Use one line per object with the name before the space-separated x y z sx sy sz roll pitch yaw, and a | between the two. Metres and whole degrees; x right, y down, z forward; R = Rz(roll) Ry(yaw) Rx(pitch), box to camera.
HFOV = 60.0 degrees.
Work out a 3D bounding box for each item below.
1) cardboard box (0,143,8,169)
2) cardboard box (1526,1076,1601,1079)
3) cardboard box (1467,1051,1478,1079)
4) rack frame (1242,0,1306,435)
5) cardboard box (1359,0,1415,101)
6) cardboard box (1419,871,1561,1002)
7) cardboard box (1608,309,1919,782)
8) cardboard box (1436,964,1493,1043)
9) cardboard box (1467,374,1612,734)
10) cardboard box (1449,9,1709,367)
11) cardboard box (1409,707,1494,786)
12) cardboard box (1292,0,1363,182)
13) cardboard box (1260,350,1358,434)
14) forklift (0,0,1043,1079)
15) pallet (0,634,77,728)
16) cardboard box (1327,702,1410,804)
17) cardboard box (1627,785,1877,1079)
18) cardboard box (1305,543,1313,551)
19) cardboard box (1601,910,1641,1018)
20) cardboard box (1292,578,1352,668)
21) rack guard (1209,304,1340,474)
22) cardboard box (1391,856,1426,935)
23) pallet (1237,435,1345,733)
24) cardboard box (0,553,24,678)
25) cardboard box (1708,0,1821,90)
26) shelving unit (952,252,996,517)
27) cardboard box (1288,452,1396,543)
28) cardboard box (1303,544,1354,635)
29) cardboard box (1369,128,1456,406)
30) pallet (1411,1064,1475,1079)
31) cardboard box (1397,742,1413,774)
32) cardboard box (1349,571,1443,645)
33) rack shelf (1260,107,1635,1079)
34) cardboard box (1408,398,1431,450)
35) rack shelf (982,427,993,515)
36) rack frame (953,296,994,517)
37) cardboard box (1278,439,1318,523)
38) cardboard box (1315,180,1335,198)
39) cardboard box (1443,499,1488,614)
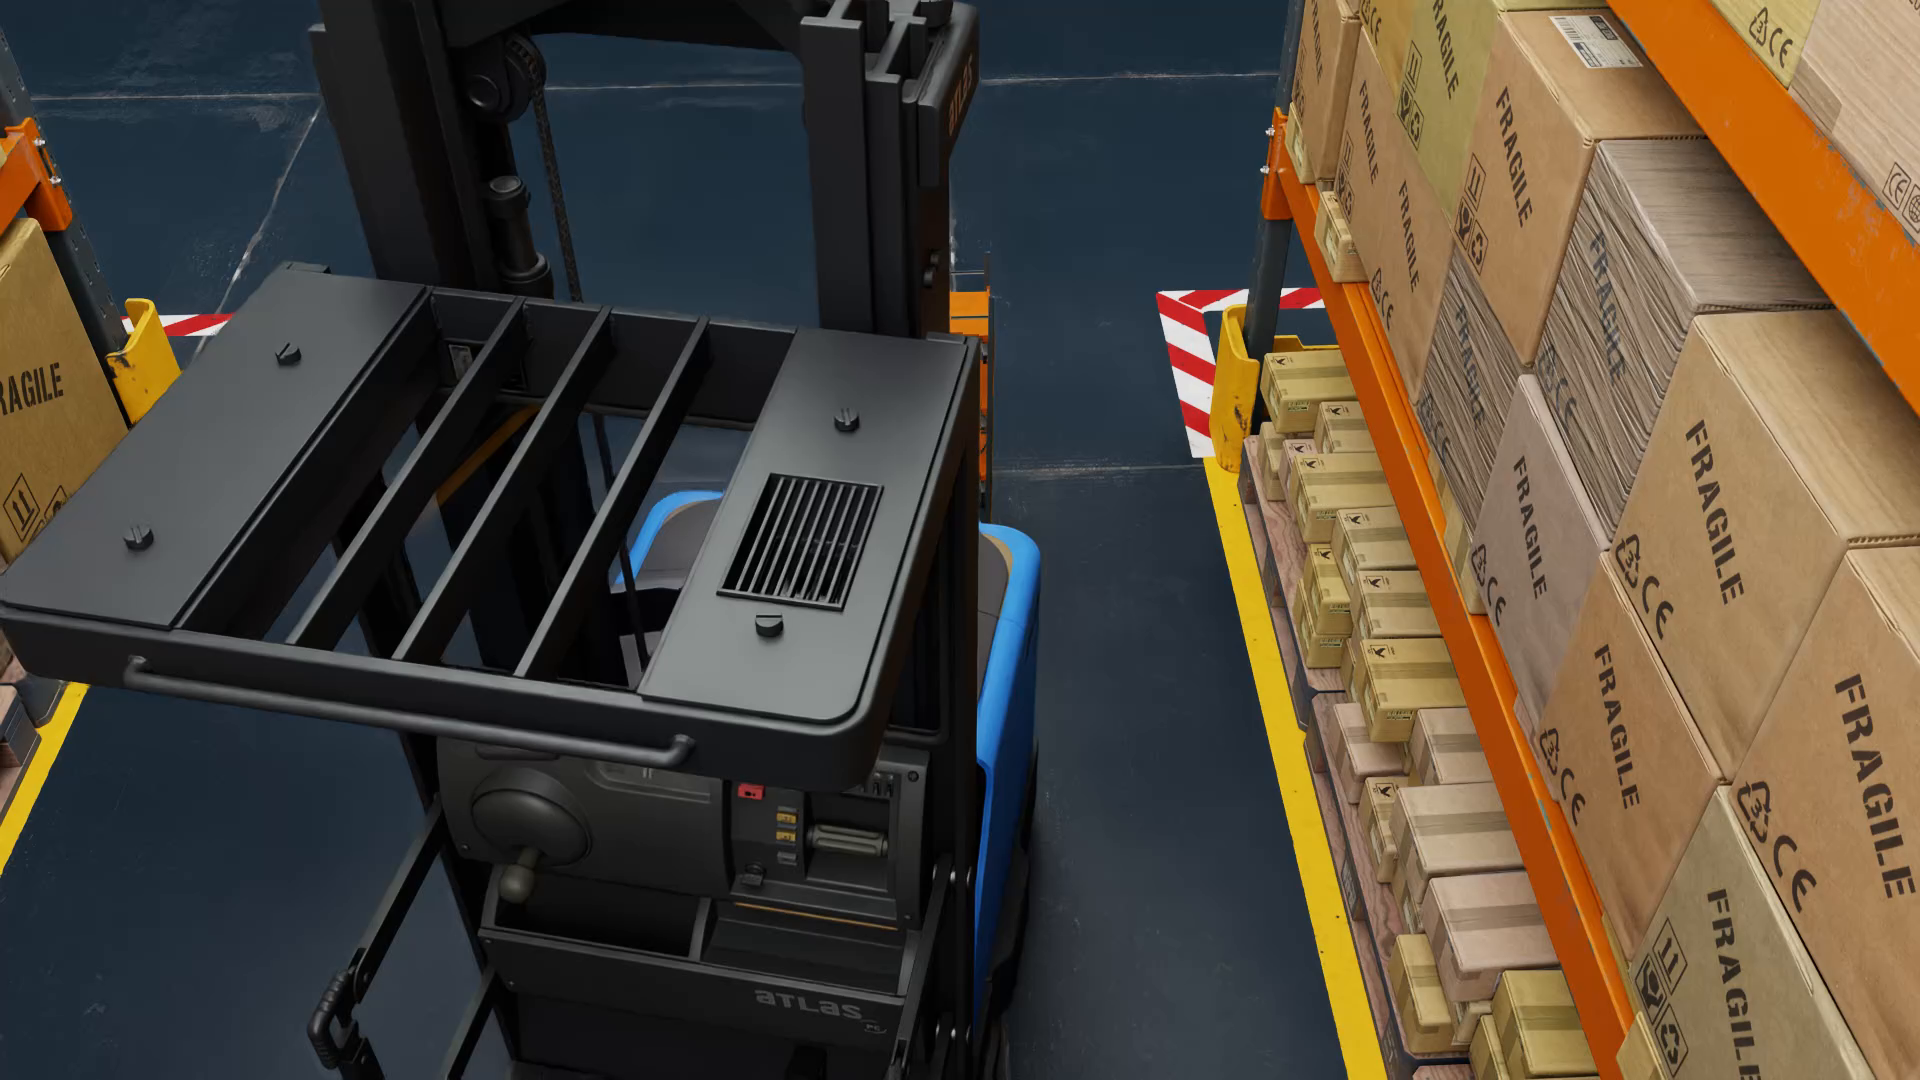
cardboard box | -3.100 -1.131 4.949 0.380 0.149 0.250 -1 43 -1
cardboard box | 1.342 1.277 3.496 0.380 0.149 0.250 -2 43 -2
cardboard box | 1.436 1.278 3.935 0.380 0.149 0.250 -3 43 -3
rack frame | 1.516 -1.528 5.197 1.000 3.000 0.127 -2 43 -2
cardboard box | 1.297 -1.392 4.015 0.500 0.500 0.500 -1 43 -1
cardboard box | 1.305 0.919 3.886 0.380 0.149 0.250 -4 43 -4
cardboard box | 1.368 -0.001 2.497 0.500 0.500 0.500 -3 43 -3
cardboard box | 1.359 1.049 3.965 0.380 0.149 0.250 -1 43 -1
cardboard box | 1.342 0.021 3.213 0.500 0.500 0.500 -2 43 -2
cardboard box | 1.322 -0.696 3.256 0.500 0.500 0.500 -3 43 -3
cardboard box | 1.380 0.567 4.270 0.380 0.149 0.250 -2 43 -2
cardboard box | 1.259 -1.364 4.724 0.500 0.500 0.500 0 43 0
cardboard box | 1.199 -0.488 5.421 0.380 0.149 0.250 -3 43 -4
forklift | -0.554 0.585 2.943 1.130 2.935 3.031 7 43 8
pallet | -3.332 0.111 5.472 1.003 0.211 1.213 -2 43 -2
cardboard box | 1.260 0.589 4.687 0.380 0.149 0.250 -4 43 -4
cardboard box | 1.383 0.707 2.464 0.500 0.500 0.500 -2 43 -2
cardboard box | 1.311 -0.095 5.433 0.380 0.149 0.250 -2 43 -2
cardboard box | 1.368 0.726 2.924 0.380 0.149 0.250 0 43 0
cardboard box | 1.230 0.248 5.058 0.380 0.149 0.250 -1 43 -1
rack guard | 1.519 -0.555 5.986 1.175 0.500 0.348 -2 43 -2
cardboard box | 1.341 0.937 4.307 0.380 0.149 0.250 -1 43 -1
pallet | 1.518 0.100 5.484 1.003 0.211 1.213 -2 43 -2
cardboard box | -3.298 0.218 4.553 0.875 0.875 0.875 -2 43 -2
cardboard box | 1.363 -0.882 2.384 0.500 0.250 0.500 -2 43 -2
shelving unit | -0.002 -0.423 5.435 0.215 1.050 0.252 -2 43 -2
cardboard box | 1.213 -0.132 5.032 0.380 0.149 0.250 -2 43 -2
cardboard box | 1.238 0.145 4.951 0.380 0.149 0.250 0 43 0
cardboard box | 1.315 -0.672 3.969 0.500 0.500 0.500 -1 43 -1
pallet | 1.622 1.748 3.687 1.003 0.211 1.213 -2 43 -2
cardboard box | 1.397 0.503 4.560 0.380 0.149 0.250 0 43 0
cardboard box | 1.309 0.221 4.648 0.380 0.149 0.250 0 43 0
rack shelf | 1.601 0.087 3.967 1.077 0.370 4.000 -2 43 -2
cardboard box | 1.329 -0.331 4.078 0.380 0.149 0.250 -2 43 -3
rack shelf | -0.002 -0.210 5.630 0.215 0.259 0.240 -2 43 -2
rack frame | 0.003 -0.341 5.345 0.200 1.050 0.008 -2 43 -2
cardboard box | 1.237 -0.194 5.321 0.380 0.149 0.250 -2 43 -2
cardboard box | 1.254 -1.037 4.847 0.380 0.149 0.250 0 43 0
cardboard box | 1.301 0.025 3.688 0.380 0.149 0.250 -1 43 -1
